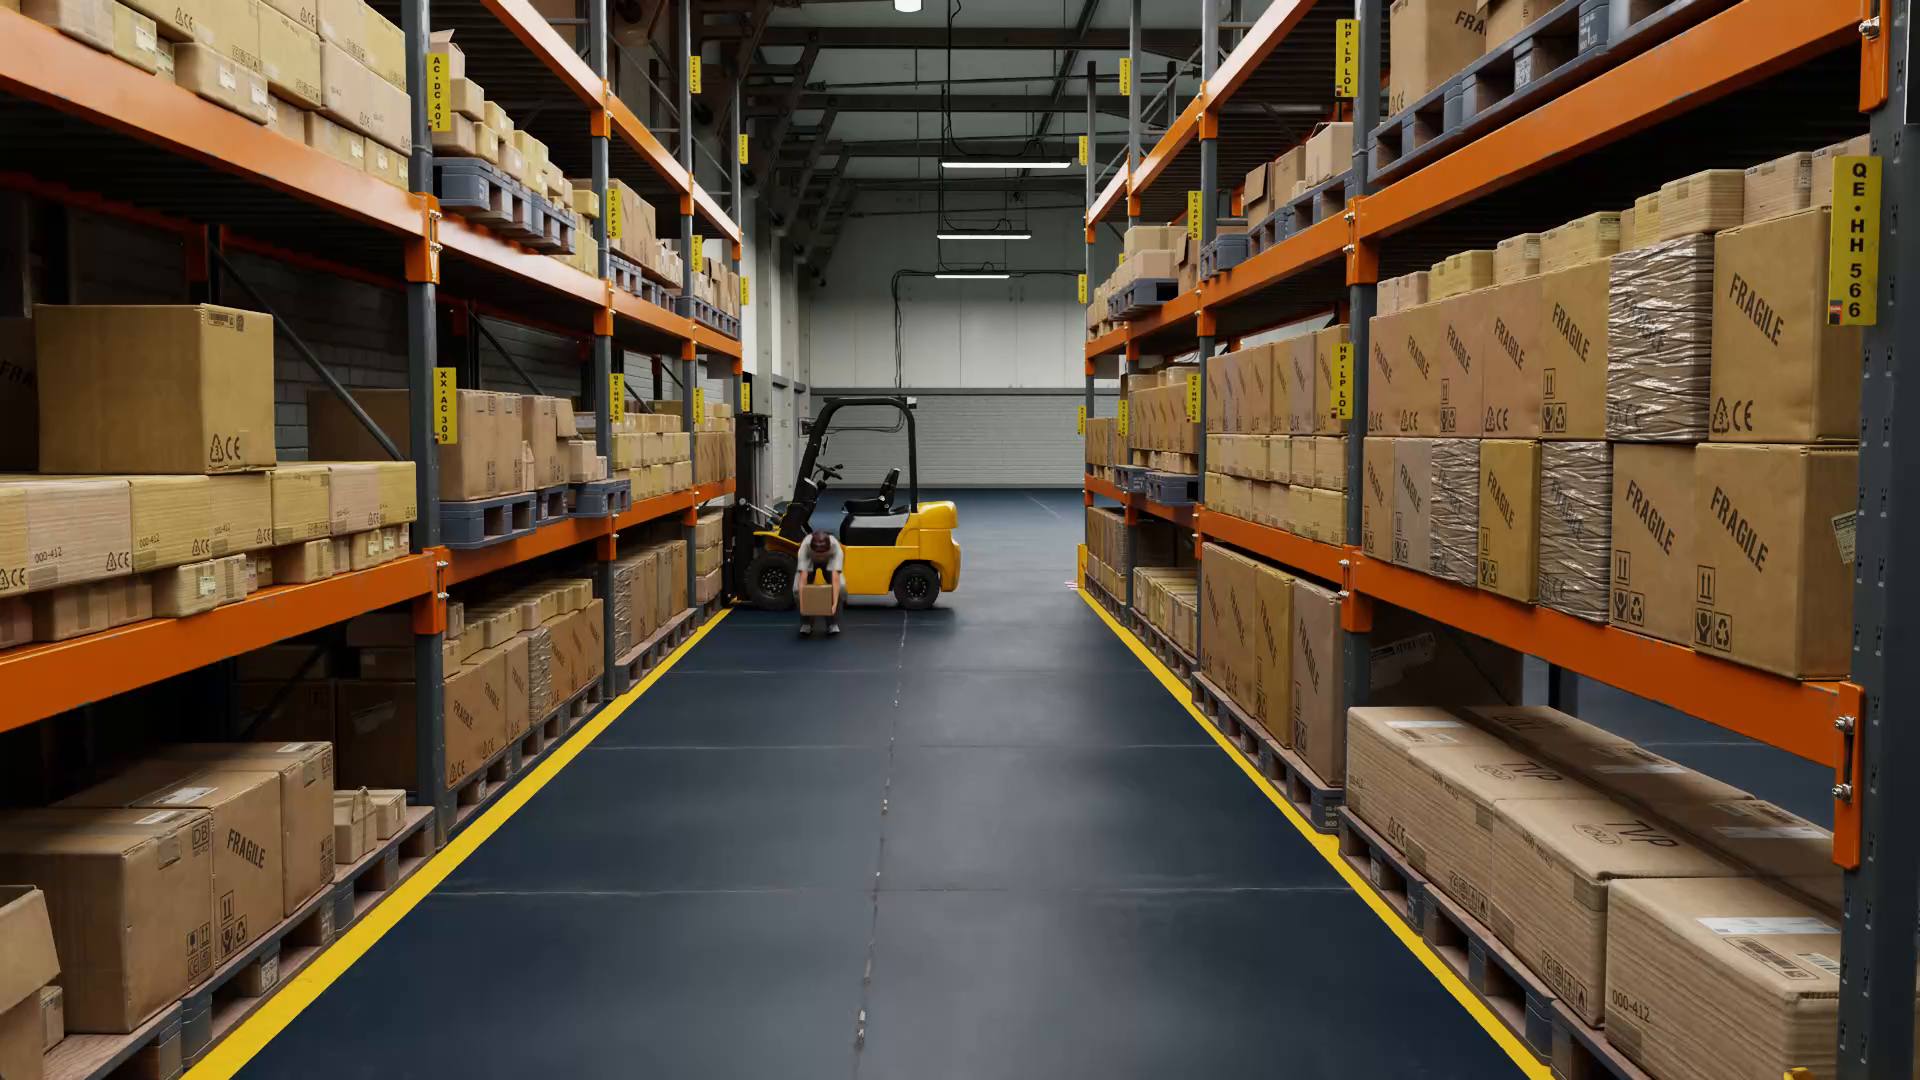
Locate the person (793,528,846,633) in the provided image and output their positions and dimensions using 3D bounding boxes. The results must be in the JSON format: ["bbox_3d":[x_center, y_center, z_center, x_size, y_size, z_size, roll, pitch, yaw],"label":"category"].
[{"bbox_3d":[-1.255,0.379,14.841,0.476,0.936,0.863,0,4,-4],"label":"person"}]
